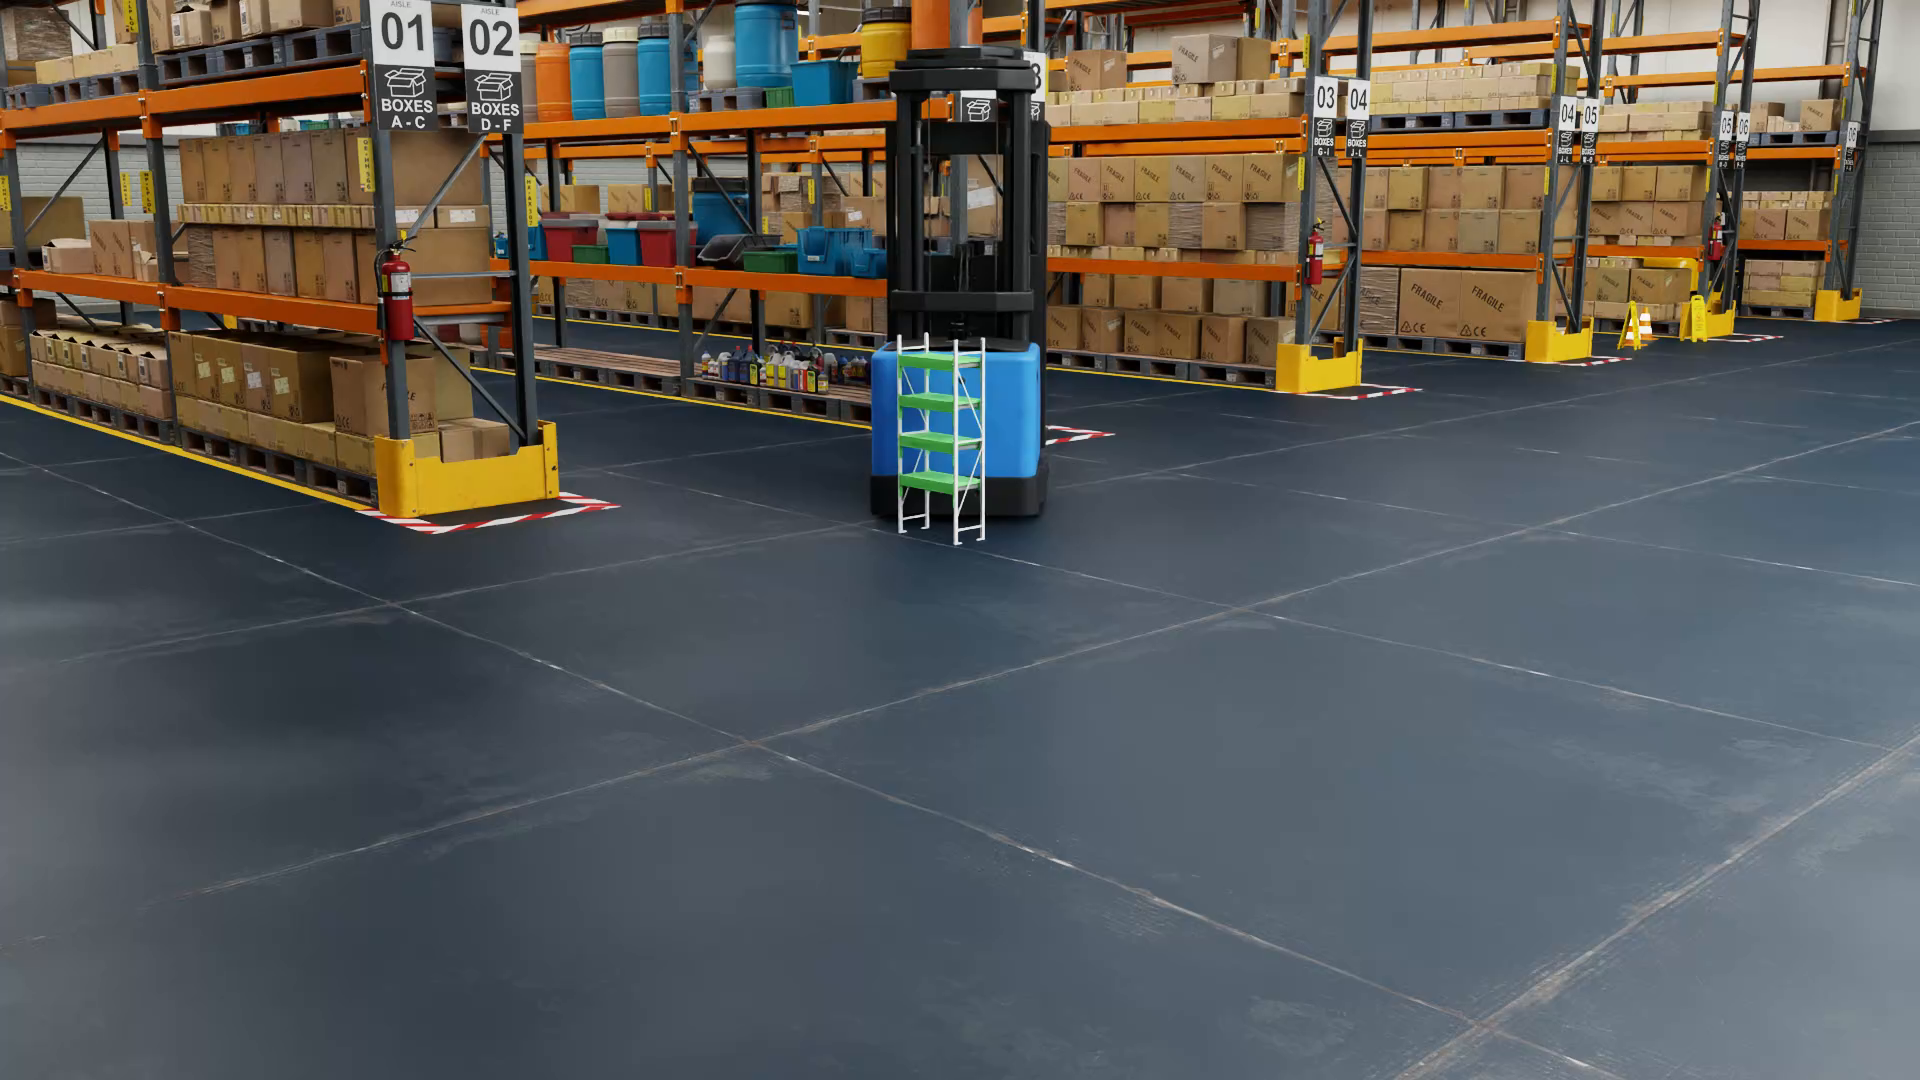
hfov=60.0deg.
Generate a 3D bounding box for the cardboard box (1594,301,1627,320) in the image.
[{"bbox_3d":[9.963,-3.489,25.187,0.500,0.250,0.500,-11,16,-42],"label":"cardboard box"}]

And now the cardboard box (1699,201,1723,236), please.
[{"bbox_3d":[10.941,-4.776,24.672,0.500,0.500,0.500,-11,16,-43],"label":"cardboard box"}]

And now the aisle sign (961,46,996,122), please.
[{"bbox_3d":[0.153,-3.623,13.622,0.394,0.787,0.004,-11,16,-43],"label":"aisle sign"}]

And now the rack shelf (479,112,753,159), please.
[{"bbox_3d":[-3.826,-4.394,18.157,1.077,0.370,4.000,-11,16,-43],"label":"rack shelf"}]

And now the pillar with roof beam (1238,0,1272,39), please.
[{"bbox_3d":[3.425,-9.482,33.636,9.100,9.000,0.548,-11,16,-43],"label":"pillar with roof beam"}]

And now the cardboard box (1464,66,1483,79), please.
[{"bbox_3d":[6.551,-5.873,20.910,0.380,0.149,0.250,-11,16,-42],"label":"cardboard box"}]

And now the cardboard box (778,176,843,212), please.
[{"bbox_3d":[-2.118,-4.909,23.571,0.797,0.503,0.637,-10,15,-41],"label":"cardboard box"}]

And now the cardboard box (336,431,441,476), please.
[{"bbox_3d":[-3.851,-0.608,11.204,0.500,0.250,0.500,-11,16,-43],"label":"cardboard box"}]

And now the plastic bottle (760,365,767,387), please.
[{"bbox_3d":[-1.878,-1.583,16.005,0.097,0.201,0.097,0,12,0],"label":"plastic bottle"}]

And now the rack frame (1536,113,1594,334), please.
[{"bbox_3d":[7.557,-3.769,20.770,1.000,3.000,0.127,-11,16,-43],"label":"rack frame"}]

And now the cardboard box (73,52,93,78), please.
[{"bbox_3d":[-7.676,-4.264,15.070,0.500,0.250,0.500,-11,16,-44],"label":"cardboard box"}]

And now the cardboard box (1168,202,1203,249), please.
[{"bbox_3d":[2.794,-3.506,18.511,0.875,0.500,0.500,-11,16,-43],"label":"cardboard box"}]

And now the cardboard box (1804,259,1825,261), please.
[{"bbox_3d":[14.460,-4.611,28.152,0.500,0.250,0.500,-11,16,-43],"label":"cardboard box"}]

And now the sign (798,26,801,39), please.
[{"bbox_3d":[-3.077,-9.651,31.749,0.100,0.325,0.005,-11,16,-43],"label":"sign"}]

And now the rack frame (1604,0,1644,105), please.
[{"bbox_3d":[11.893,-8.687,29.777,1.000,3.000,0.127,-11,16,-43],"label":"rack frame"}]

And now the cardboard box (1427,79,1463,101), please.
[{"bbox_3d":[6.326,-5.744,21.268,0.500,0.250,0.500,-11,16,-43],"label":"cardboard box"}]

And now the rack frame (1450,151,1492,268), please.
[{"bbox_3d":[8.305,-5.057,27.023,1.000,3.000,0.127,-11,16,-43],"label":"rack frame"}]

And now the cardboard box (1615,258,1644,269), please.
[{"bbox_3d":[10.024,-4.142,24.889,0.380,0.149,0.250,-10,15,-41],"label":"cardboard box"}]

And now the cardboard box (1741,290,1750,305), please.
[{"bbox_3d":[13.426,-4.197,28.623,0.500,0.250,0.500,-11,16,-42],"label":"cardboard box"}]

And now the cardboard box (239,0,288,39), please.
[{"bbox_3d":[-4.637,-3.624,11.470,0.500,0.311,0.500,-9,14,-36],"label":"cardboard box"}]

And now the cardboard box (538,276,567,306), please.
[{"bbox_3d":[-6.649,-4.510,28.593,0.875,0.875,0.875,-11,16,-43],"label":"cardboard box"}]

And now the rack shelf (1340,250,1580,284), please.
[{"bbox_3d":[6.176,-3.708,22.259,1.077,0.370,4.000,-11,16,-43],"label":"rack shelf"}]

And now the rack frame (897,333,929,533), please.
[{"bbox_3d":[-0.283,-0.647,10.080,0.240,1.200,0.015,-11,16,-43],"label":"rack frame"}]

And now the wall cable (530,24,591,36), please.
[{"bbox_3d":[-8.561,-11.247,34.227,2.277,5.999,0.120,-11,16,-43],"label":"wall cable"}]

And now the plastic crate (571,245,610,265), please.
[{"bbox_3d":[-3.851,-3.097,18.034,0.450,0.188,0.662,-11,16,-43],"label":"plastic crate"}]

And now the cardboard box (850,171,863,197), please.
[{"bbox_3d":[-1.611,-6.310,29.642,0.500,0.500,0.500,11,16,43],"label":"cardboard box"}]

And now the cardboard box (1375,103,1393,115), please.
[{"bbox_3d":[5.681,-5.667,21.885,0.380,0.149,0.250,-11,16,-43],"label":"cardboard box"}]

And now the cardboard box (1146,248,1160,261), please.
[{"bbox_3d":[2.320,-3.232,18.790,0.380,0.149,0.250,-11,16,-43],"label":"cardboard box"}]

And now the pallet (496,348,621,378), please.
[{"bbox_3d":[-4.700,-2.085,19.510,1.003,0.211,1.213,-11,16,-43],"label":"pallet"}]

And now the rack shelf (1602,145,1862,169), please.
[{"bbox_3d":[13.274,-6.574,28.736,1.077,0.370,4.000,-11,16,-43],"label":"rack shelf"}]

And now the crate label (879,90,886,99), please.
[{"bbox_3d":[-0.736,-4.117,15.398,0.502,0.251,0.408,-11,16,-43],"label":"crate label"}]

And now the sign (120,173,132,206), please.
[{"bbox_3d":[-8.393,-3.525,16.717,0.100,0.325,0.005,-11,16,-43],"label":"sign"}]

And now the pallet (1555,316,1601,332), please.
[{"bbox_3d":[9.641,-3.420,25.988,1.003,0.211,1.213,-11,16,-43],"label":"pallet"}]

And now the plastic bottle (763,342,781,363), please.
[{"bbox_3d":[-1.896,-1.830,16.834,0.144,0.351,0.185,-11,16,-43],"label":"plastic bottle"}]

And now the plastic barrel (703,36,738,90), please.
[{"bbox_3d":[-2.289,-4.625,16.176,0.421,0.512,0.421,0,12,0],"label":"plastic barrel"}]

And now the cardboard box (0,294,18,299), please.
[{"bbox_3d":[-10.359,-2.498,17.851,0.500,0.250,0.500,-11,16,-44],"label":"cardboard box"}]

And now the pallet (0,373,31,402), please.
[{"bbox_3d":[-9.280,-1.628,17.292,1.003,0.211,1.213,-11,16,-43],"label":"pallet"}]

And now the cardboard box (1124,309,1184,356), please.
[{"bbox_3d":[2.272,-2.431,19.432,0.500,0.500,0.500,10,15,40],"label":"cardboard box"}]

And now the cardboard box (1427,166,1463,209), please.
[{"bbox_3d":[6.594,-4.599,21.750,0.875,0.550,0.550,-11,16,-43],"label":"cardboard box"}]

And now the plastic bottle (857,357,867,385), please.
[{"bbox_3d":[-0.946,-1.639,16.105,0.097,0.271,0.097,0,12,0],"label":"plastic bottle"}]

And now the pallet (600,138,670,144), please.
[{"bbox_3d":[-4.944,-6.390,26.280,1.003,0.211,1.213,-11,16,-43],"label":"pallet"}]

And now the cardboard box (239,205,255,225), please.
[{"bbox_3d":[-5.091,-2.409,12.315,0.250,0.149,0.380,11,16,43],"label":"cardboard box"}]

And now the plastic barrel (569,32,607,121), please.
[{"bbox_3d":[-3.856,-4.935,17.757,0.600,0.901,0.708,-11,16,-43],"label":"plastic barrel"}]

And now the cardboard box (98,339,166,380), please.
[{"bbox_3d":[-7.223,-1.597,14.613,0.500,0.311,0.500,-11,16,-43],"label":"cardboard box"}]

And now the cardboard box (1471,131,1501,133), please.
[{"bbox_3d":[8.411,-6.496,26.208,0.500,0.250,0.500,-11,16,-44],"label":"cardboard box"}]

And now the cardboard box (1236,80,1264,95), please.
[{"bbox_3d":[3.119,-4.759,17.528,0.250,0.149,0.380,11,16,43],"label":"cardboard box"}]

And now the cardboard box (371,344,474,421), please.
[{"bbox_3d":[-3.823,-1.120,11.831,0.500,0.500,0.500,-11,16,-43],"label":"cardboard box"}]

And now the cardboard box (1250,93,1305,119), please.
[{"bbox_3d":[3.383,-4.523,17.369,0.500,0.250,0.500,-10,16,-41],"label":"cardboard box"}]

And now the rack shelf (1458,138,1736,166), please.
[{"bbox_3d":[9.686,-5.882,25.376,1.077,0.370,4.000,-11,16,-43],"label":"rack shelf"}]

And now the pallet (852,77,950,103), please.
[{"bbox_3d":[-0.183,-3.913,14.505,1.003,0.211,1.213,-11,16,-43],"label":"pallet"}]

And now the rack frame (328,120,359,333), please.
[{"bbox_3d":[-7.969,-4.153,22.637,1.000,3.000,0.127,-11,16,-43],"label":"rack frame"}]

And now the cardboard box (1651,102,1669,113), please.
[{"bbox_3d":[10.281,-6.296,24.248,0.380,0.149,0.250,-11,16,-43],"label":"cardboard box"}]

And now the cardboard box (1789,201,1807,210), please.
[{"bbox_3d":[14.015,-5.577,27.691,0.380,0.149,0.250,-11,16,-42],"label":"cardboard box"}]

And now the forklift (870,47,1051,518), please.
[{"bbox_3d":[0.066,-1.823,11.498,1.130,2.935,3.031,1,12,4],"label":"forklift"}]

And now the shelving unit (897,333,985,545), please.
[{"bbox_3d":[-0.114,-0.612,9.908,0.258,1.200,0.503,-11,16,-43],"label":"shelving unit"}]

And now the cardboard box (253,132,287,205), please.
[{"bbox_3d":[-4.679,-2.697,12.105,0.700,0.500,0.500,-11,16,-43],"label":"cardboard box"}]
